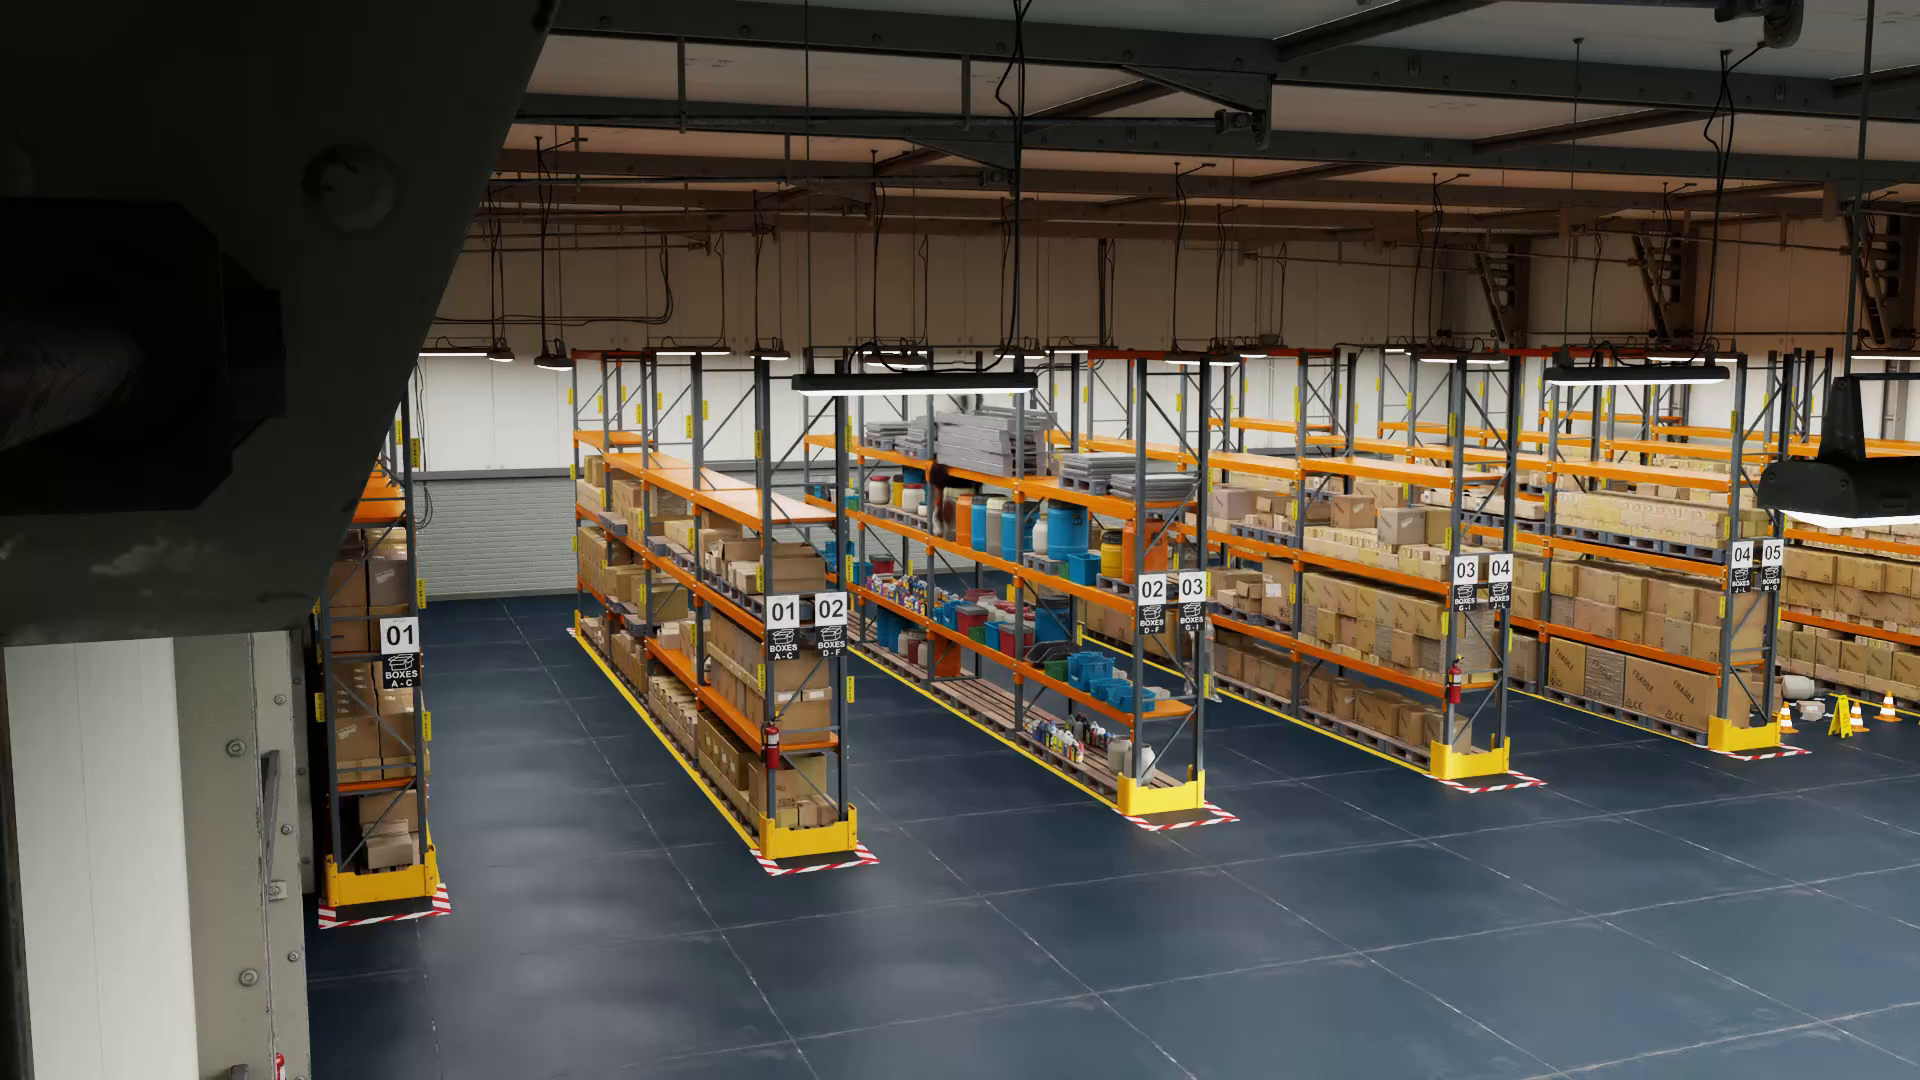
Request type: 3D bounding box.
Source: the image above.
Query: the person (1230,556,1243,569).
[{"bbox_3d":[6.988,0.264,41.960,0.517,1.723,0.708,-2,7,-16],"label":"person"}]

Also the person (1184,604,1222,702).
[{"bbox_3d":[3.998,1.846,27.251,0.545,1.617,0.807,-5,9,-35],"label":"person"}]
